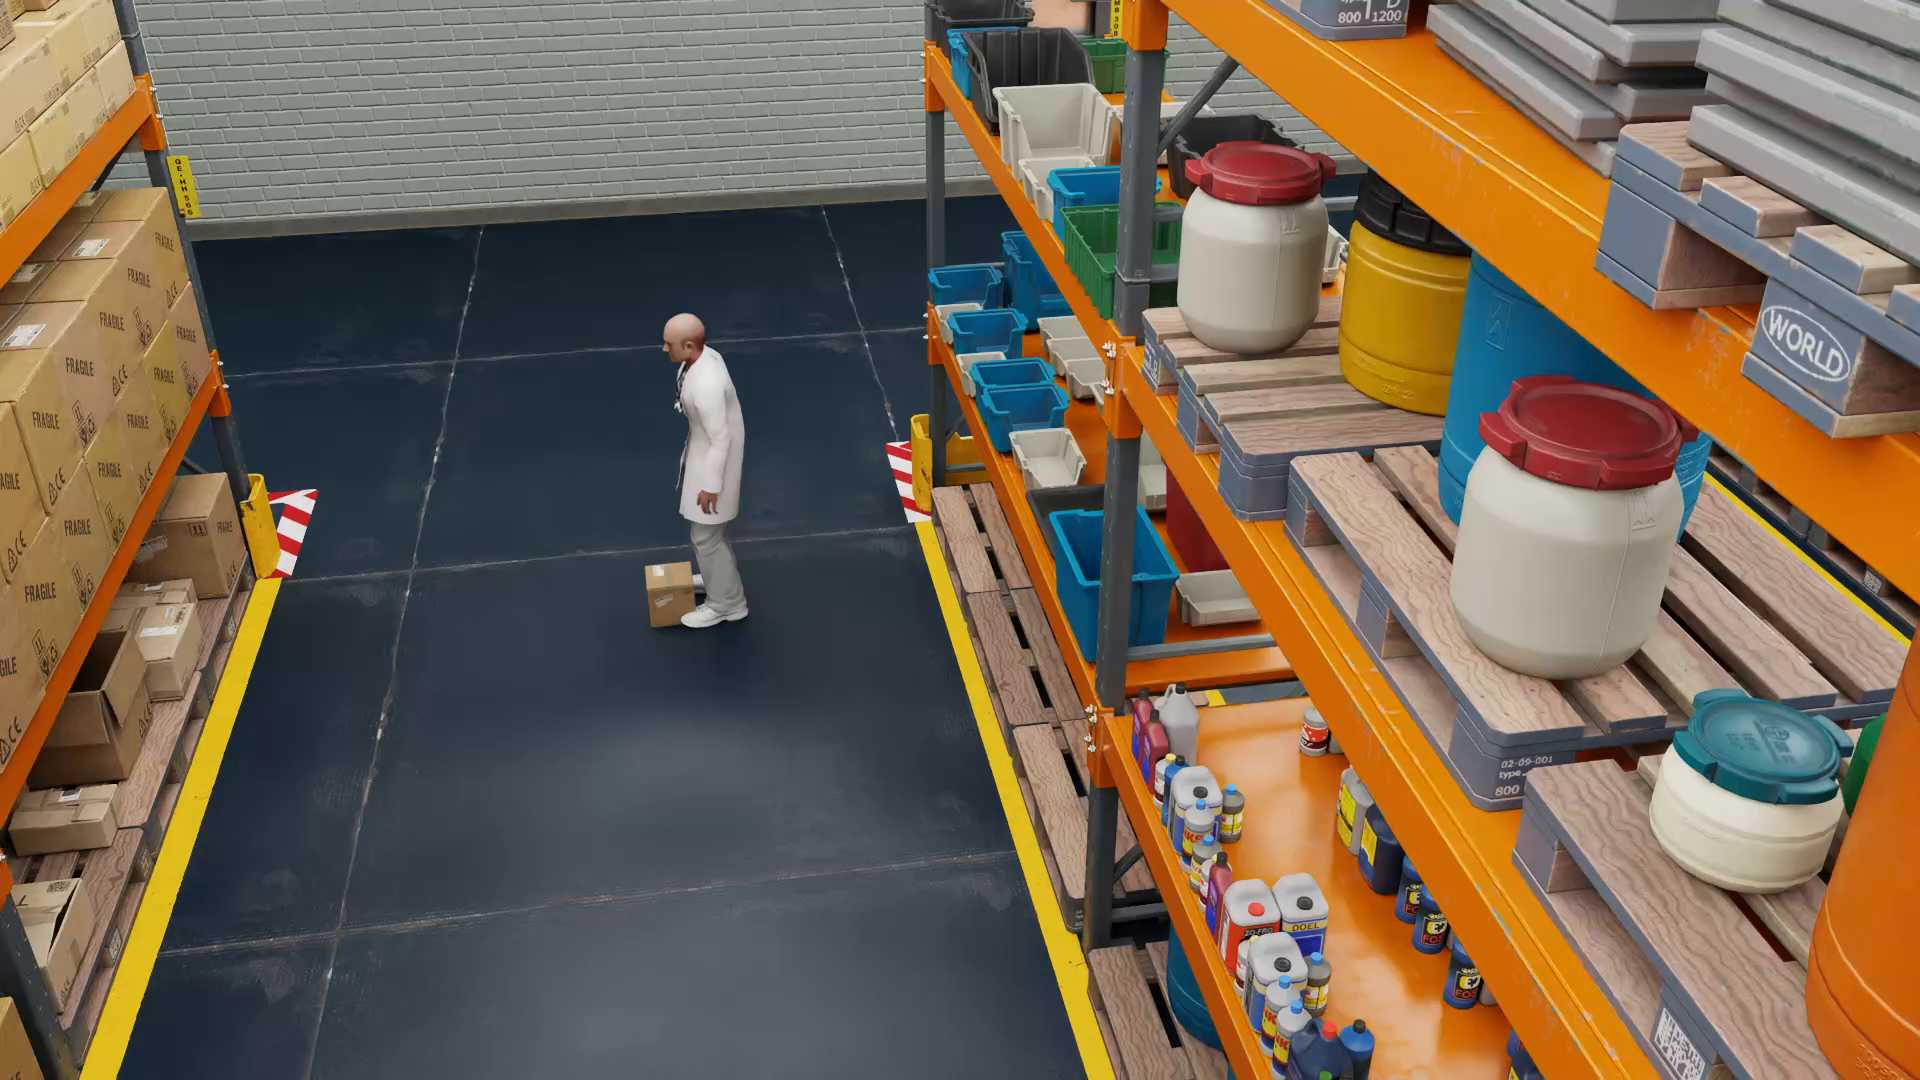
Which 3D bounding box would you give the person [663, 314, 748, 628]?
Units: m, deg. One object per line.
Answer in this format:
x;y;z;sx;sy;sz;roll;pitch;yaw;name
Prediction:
-1.347;-0.303;8.859;0.429;1.590;0.644;-7;31;-12;person
